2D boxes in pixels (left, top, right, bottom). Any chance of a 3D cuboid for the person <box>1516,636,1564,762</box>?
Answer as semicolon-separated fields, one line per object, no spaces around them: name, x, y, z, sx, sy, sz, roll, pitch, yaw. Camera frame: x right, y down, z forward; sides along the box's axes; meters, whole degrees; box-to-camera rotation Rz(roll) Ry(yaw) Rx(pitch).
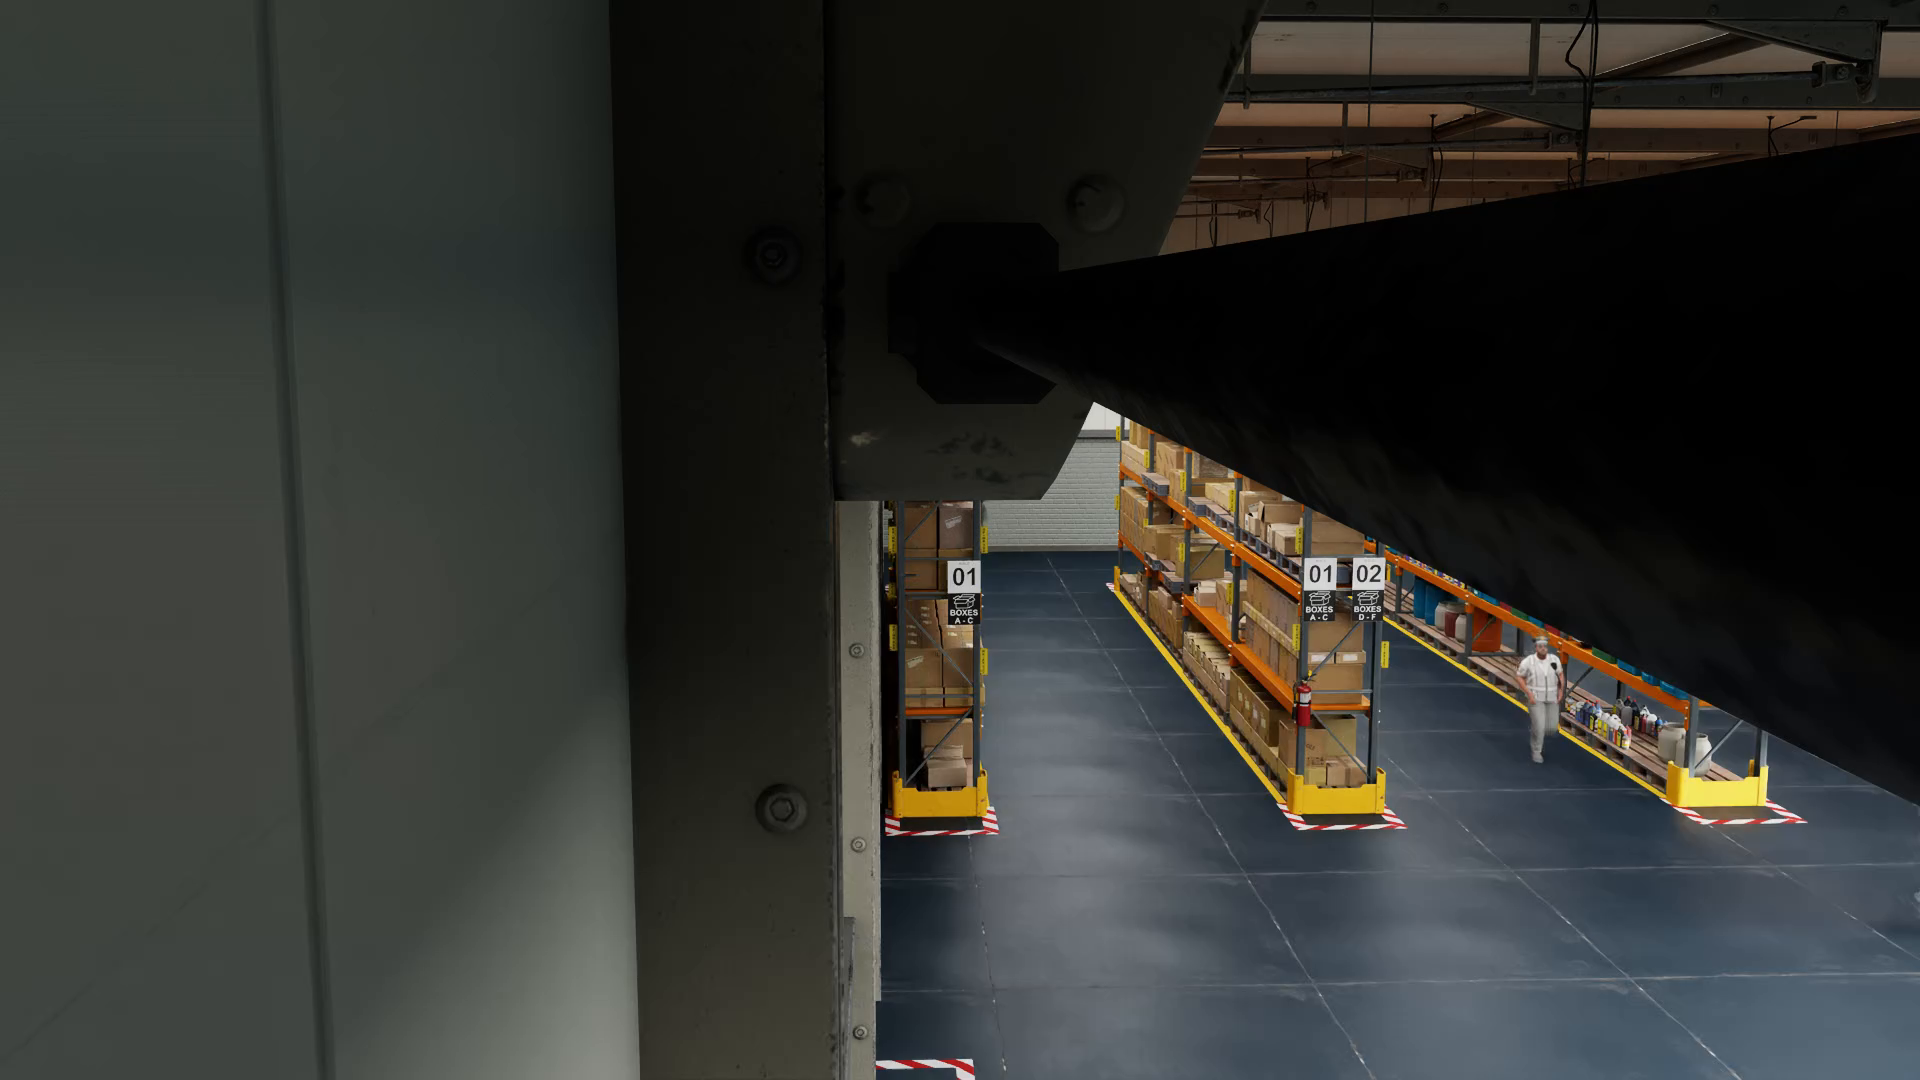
person;8.041;2.173;23.033;0.661;1.755;0.564;0;8;0
